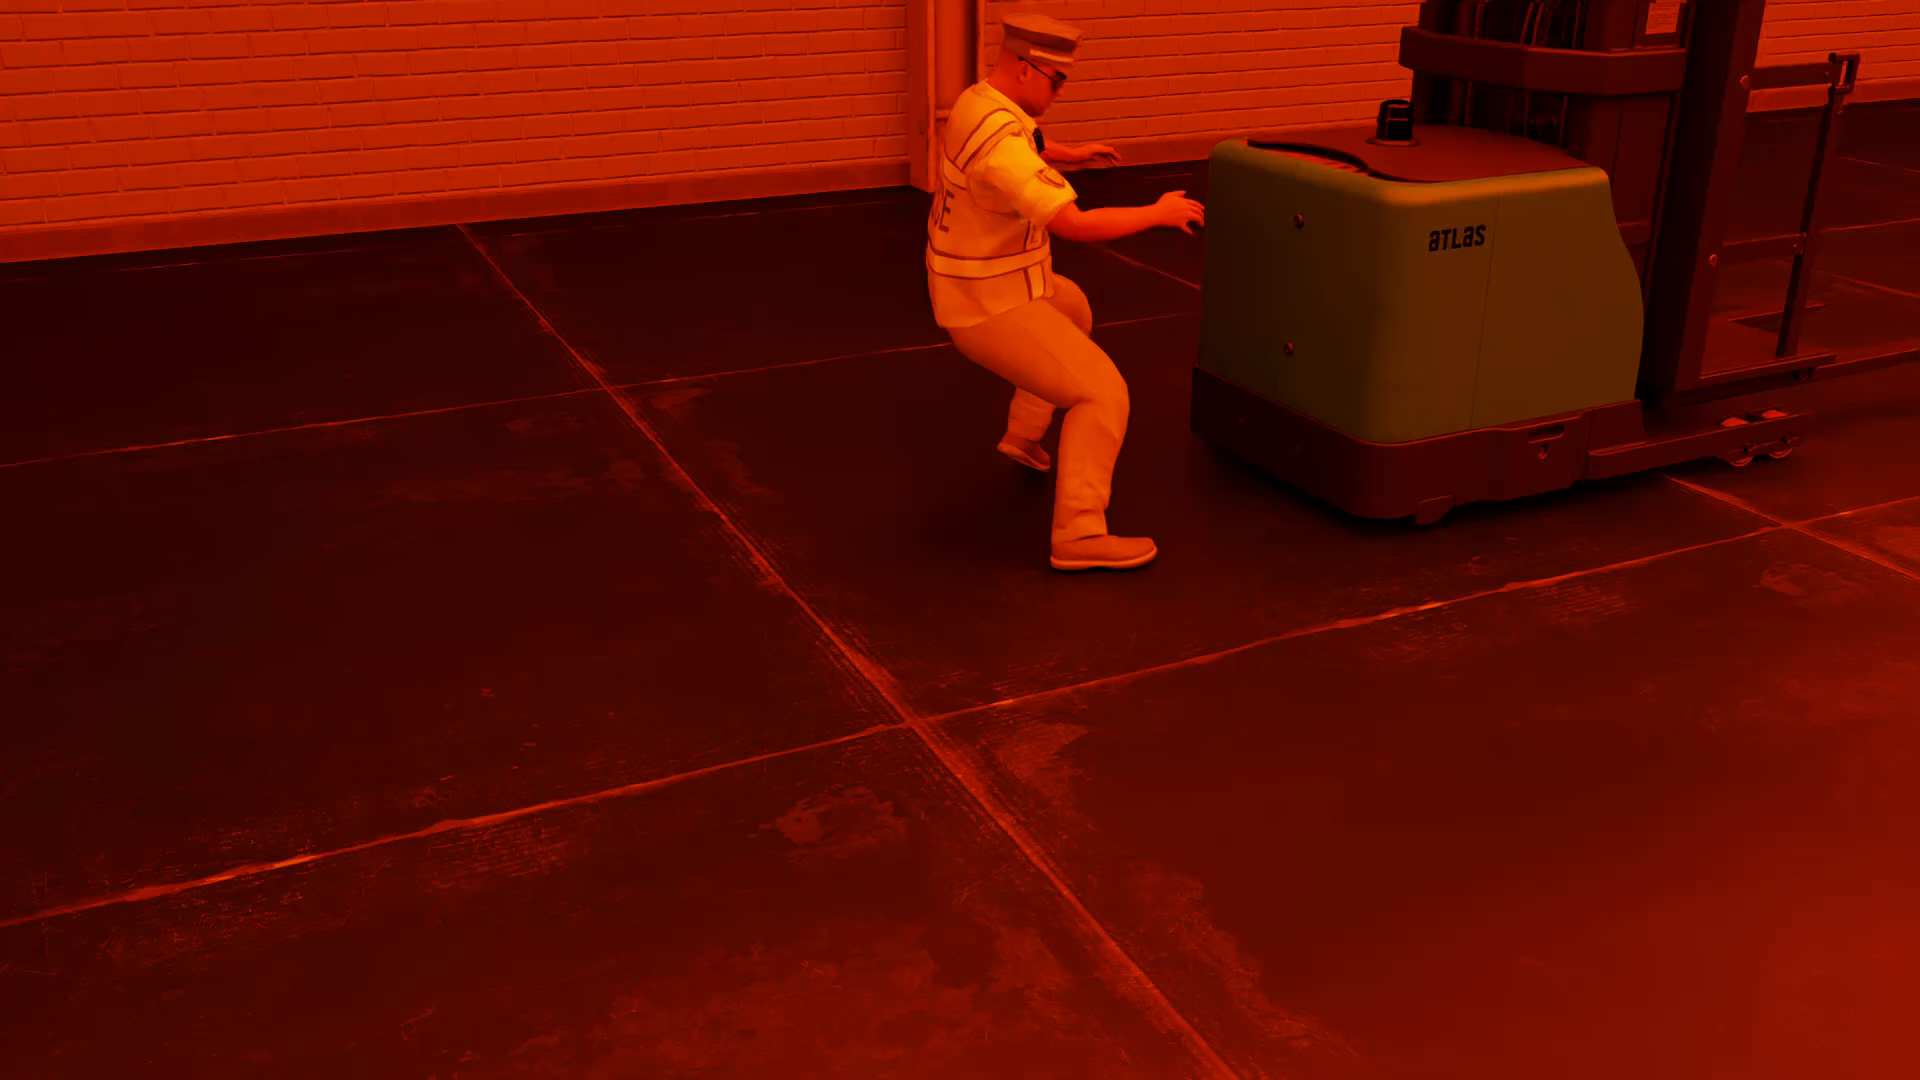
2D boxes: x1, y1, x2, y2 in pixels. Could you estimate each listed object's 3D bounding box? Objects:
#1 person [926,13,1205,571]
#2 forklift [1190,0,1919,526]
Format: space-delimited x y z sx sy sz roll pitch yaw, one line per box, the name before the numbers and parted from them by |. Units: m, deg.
person | 0.297 -0.799 5.032 0.787 1.530 1.006 -2 23 -5
forklift | 2.363 -1.774 5.556 3.031 2.935 1.130 -11 25 -24
